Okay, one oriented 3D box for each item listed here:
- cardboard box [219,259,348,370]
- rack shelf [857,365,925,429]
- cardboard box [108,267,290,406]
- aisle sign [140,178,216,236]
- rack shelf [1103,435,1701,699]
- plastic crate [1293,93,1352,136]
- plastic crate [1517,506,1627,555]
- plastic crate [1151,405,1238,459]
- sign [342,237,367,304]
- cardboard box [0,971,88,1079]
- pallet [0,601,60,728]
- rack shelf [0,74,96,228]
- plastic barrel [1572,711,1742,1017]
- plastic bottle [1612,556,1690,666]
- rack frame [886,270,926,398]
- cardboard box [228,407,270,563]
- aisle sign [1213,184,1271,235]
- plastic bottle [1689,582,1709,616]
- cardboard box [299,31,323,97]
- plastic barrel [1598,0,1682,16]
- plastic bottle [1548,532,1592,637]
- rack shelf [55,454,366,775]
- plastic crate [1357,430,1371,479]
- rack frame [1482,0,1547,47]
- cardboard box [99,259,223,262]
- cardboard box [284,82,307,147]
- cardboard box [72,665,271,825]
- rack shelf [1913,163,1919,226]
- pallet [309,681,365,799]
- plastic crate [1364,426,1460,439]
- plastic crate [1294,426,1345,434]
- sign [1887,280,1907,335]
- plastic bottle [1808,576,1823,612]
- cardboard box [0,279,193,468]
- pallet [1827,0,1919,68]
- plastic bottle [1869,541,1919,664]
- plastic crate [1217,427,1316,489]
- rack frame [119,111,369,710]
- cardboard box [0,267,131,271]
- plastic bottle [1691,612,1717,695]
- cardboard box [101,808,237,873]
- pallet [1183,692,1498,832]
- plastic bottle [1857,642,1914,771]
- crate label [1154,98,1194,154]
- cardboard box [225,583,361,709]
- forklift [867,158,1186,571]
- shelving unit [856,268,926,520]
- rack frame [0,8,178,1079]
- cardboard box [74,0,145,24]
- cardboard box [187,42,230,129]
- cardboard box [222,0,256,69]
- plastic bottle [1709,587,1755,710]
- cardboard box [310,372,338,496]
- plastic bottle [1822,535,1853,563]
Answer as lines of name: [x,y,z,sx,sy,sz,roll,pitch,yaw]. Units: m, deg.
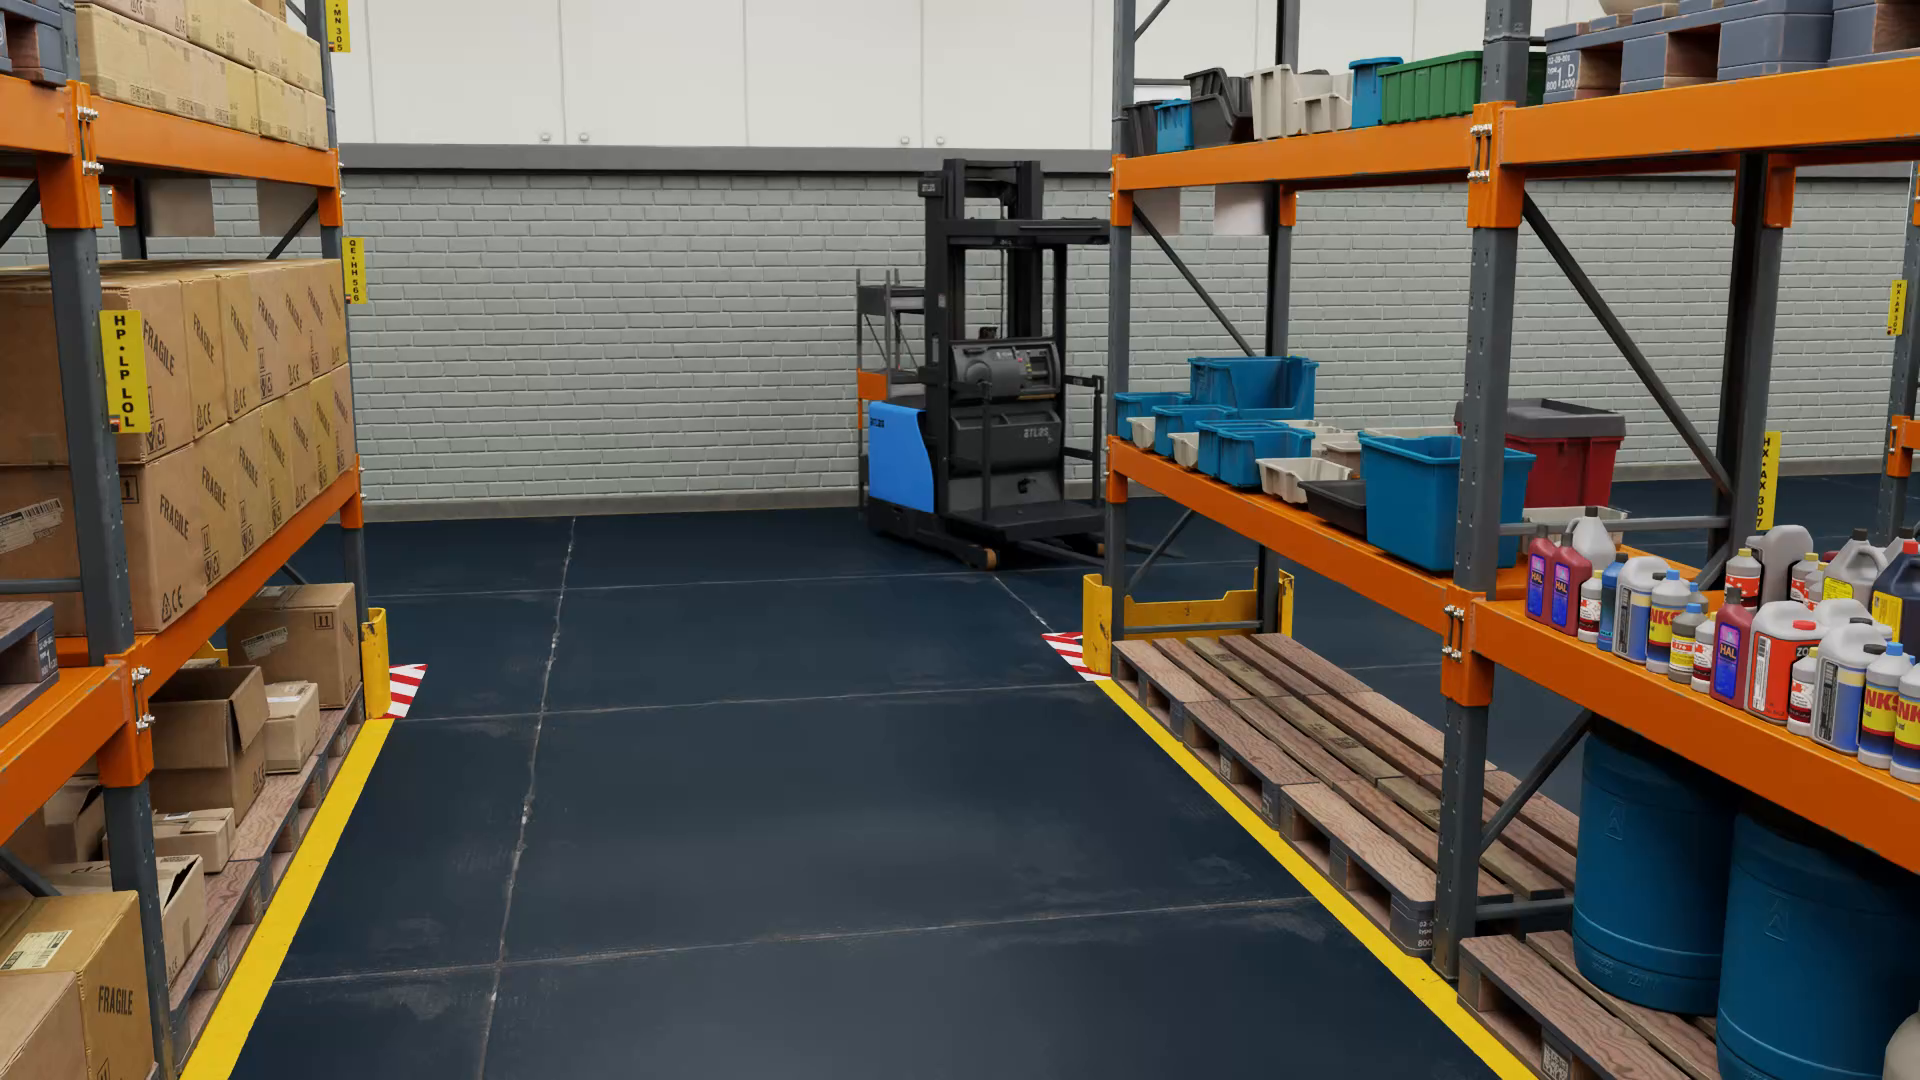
cardboard box: [-3.189,-1.061,7.805,0.500,0.500,0.500,-2,11,-12]
rack shelf: [-0.551,-1.166,13.779,0.431,0.518,0.480,-7,13,-32]
cardboard box: [-2.885,-0.779,6.325,0.500,0.500,0.500,-2,11,-9]
aisle sign: [-3.847,-1.871,8.051,0.394,0.787,0.004,-2,11,-11]
rack shelf: [1.703,-0.051,7.367,1.077,0.370,4.000,-2,11,-11]
plastic crate: [1.471,-1.601,6.270,0.293,0.136,0.466,-2,11,-11]
plastic crate: [2.142,-0.028,5.868,0.396,0.136,0.243,-2,11,-11]
plastic crate: [1.167,-0.541,8.302,0.416,0.233,0.300,-2,11,-11]
sign: [-2.997,-1.333,8.233,0.100,0.325,0.005,-2,11,-11]
cardboard box: [-2.303,1.325,3.724,0.500,0.500,0.500,-2,11,-11]
pallet: [-2.719,0.386,3.657,1.003,0.211,1.213,-2,11,-11]
rack shelf: [-2.379,-0.612,2.290,1.077,0.370,4.000,-2,11,-11]
plastic barrel: [2.181,0.887,5.002,0.600,0.901,0.708,-2,11,-11]
plastic bottle: [1.879,0.189,4.513,0.152,0.276,0.135,-2,11,-11]
rack frame: [-0.421,-1.141,13.574,0.400,2.100,0.015,-7,13,-32]
cardboard box: [-2.797,-0.197,5.939,0.500,0.500,0.500,-2,11,-11]
aisle sign: [1.587,-2.072,9.110,0.394,0.787,0.004,-2,11,-11]
plastic bottle: [1.998,0.218,4.562,0.097,0.201,0.097,0,11,0]
cardboard box: [-3.196,-2.153,7.525,0.500,0.250,0.500,-2,11,-11]
plastic barrel: [1.948,-1.679,4.485,0.433,0.535,0.433,0,11,0]
plastic bottle: [1.771,0.127,4.820,0.061,0.283,0.133,-2,11,-11]
rack shelf: [-3.157,0.128,6.425,1.077,0.370,4.000,-2,11,-11]
plastic crate: [1.965,-0.351,7.307,0.416,0.233,0.300,-2,11,-11]
rack frame: [2.092,-2.985,4.812,1.000,3.000,0.127,-2,11,-11]
cardboard box: [-3.718,-1.041,7.704,0.500,0.500,0.500,-2,11,-9]
cardboard box: [-3.101,-1.815,7.089,0.500,0.250,0.500,-2,11,-11]
cardboard box: [-3.138,0.807,6.432,0.797,0.503,0.637,-2,11,-11]
rack shelf: [6.561,-1.705,8.033,1.077,0.370,4.000,-2,11,-11]
pallet: [-3.375,0.938,7.704,1.003,0.211,1.213,-2,11,-11]
plastic crate: [1.976,-0.296,6.885,0.437,0.282,0.530,-2,11,-11]
plastic crate: [1.692,-0.475,8.213,0.396,0.136,0.243,-2,11,-11]
sign: [5.627,-1.397,9.985,0.100,0.325,0.005,-2,11,-11]
plastic bottle: [2.438,0.195,4.680,0.097,0.201,0.097,0,11,0]
cardboard box: [-2.583,-0.495,4.835,0.500,0.500,0.500,-2,11,-10]
pallet: [2.564,-1.070,3.281,1.003,0.211,1.213,-2,11,-11]
plastic bottle: [2.486,0.182,4.349,0.144,0.351,0.185,-2,11,-11]
plastic crate: [1.353,-0.365,7.379,0.416,0.233,0.300,-2,11,-11]
rack frame: [-3.546,-0.592,8.284,1.000,3.000,0.127,-2,11,-11]
cardboard box: [-3.417,-0.761,6.229,0.500,0.500,0.500,-2,11,-12]
plastic bottle: [1.913,0.284,4.215,0.097,0.201,0.097,0,11,0]
cardboard box: [-2.815,1.074,5.931,0.380,0.166,0.250,-2,11,-11]
pallet: [1.670,0.974,7.513,1.003,0.211,1.213,-2,11,-11]
plastic bottle: [2.029,0.359,3.633,0.097,0.271,0.097,0,11,0]
crate label: [1.176,-1.991,8.010,0.408,0.251,0.502,-2,11,-11]
cardboard box: [-3.198,0.511,8.000,0.500,0.500,0.500,-2,11,-11]
forklift: [0.464,-1.315,12.268,1.130,2.935,3.031,-7,13,-32]
shelving unit: [-0.551,-1.179,13.776,0.431,2.100,0.503,-7,13,-32]
rack frame: [-2.768,0.142,4.430,1.000,3.000,0.127,-2,11,-11]
cardboard box: [-2.619,-1.602,4.633,0.500,0.250,0.500,-2,11,-11]
cardboard box: [-2.809,-1.540,5.644,0.500,0.250,0.500,-2,11,-11]
cardboard box: [-2.901,-1.878,6.080,0.500,0.250,0.500,-2,11,-11]
plastic bottle: [1.917,0.265,4.093,0.061,0.283,0.133,-2,11,-11]
cardboard box: [-3.087,-0.474,7.396,0.500,0.500,0.500,-2,11,-11]
plastic bottle: [2.575,0.121,4.852,0.061,0.283,0.133,-2,11,-11]
